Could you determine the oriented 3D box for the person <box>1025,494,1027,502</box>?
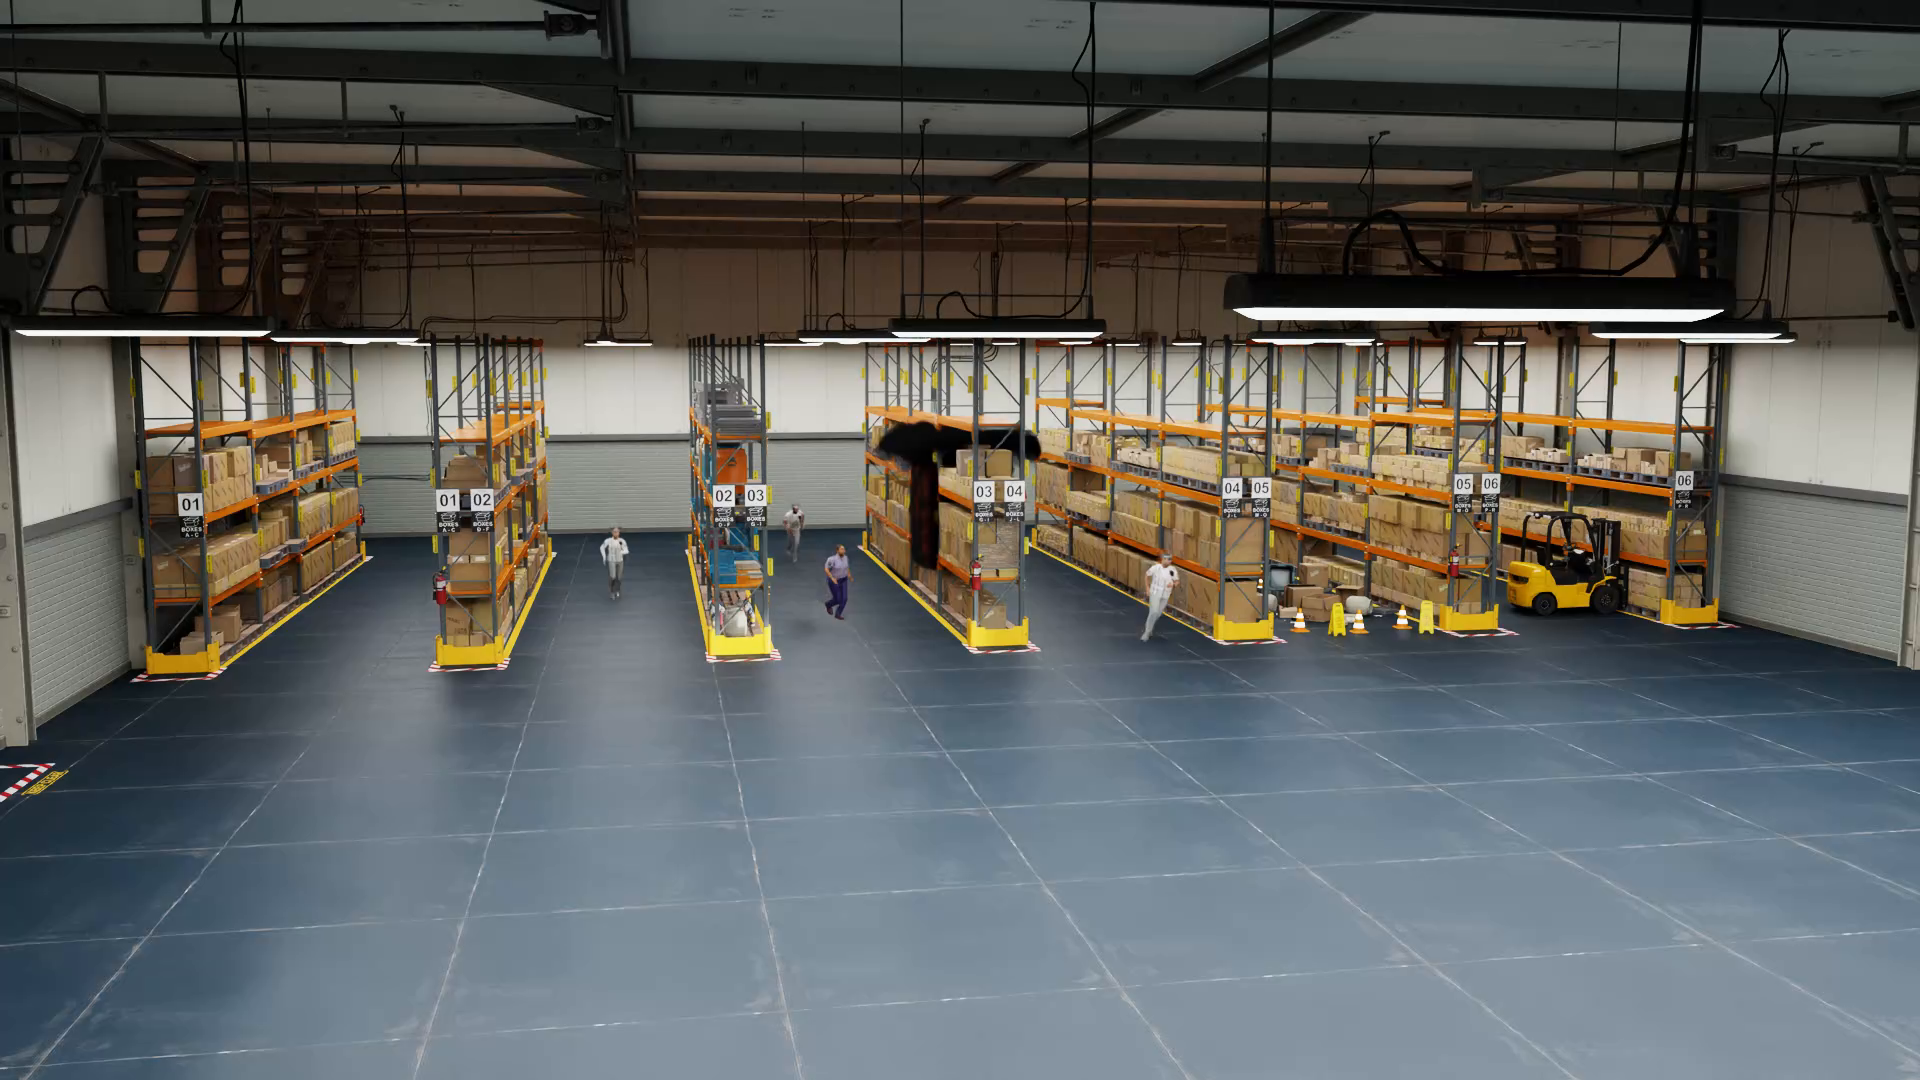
[{"bbox_3d":[1.752,-0.911,50.847,0.693,1.756,0.773,3,7,27],"label":"person"}]

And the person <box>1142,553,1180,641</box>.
[{"bbox_3d":[3.919,1.092,33.079,0.846,1.727,0.747,-2,7,-15],"label":"person"}]

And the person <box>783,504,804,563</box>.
[{"bbox_3d":[-4.542,-0.217,45.155,0.599,1.631,0.964,-3,7,-24],"label":"person"}]

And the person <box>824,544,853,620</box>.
[{"bbox_3d":[-2.540,0.857,34.352,0.606,1.572,0.592,-5,8,-37],"label":"person"}]

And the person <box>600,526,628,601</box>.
[{"bbox_3d":[-7.883,0.532,38.043,0.595,1.717,0.686,-2,7,-21],"label":"person"}]
